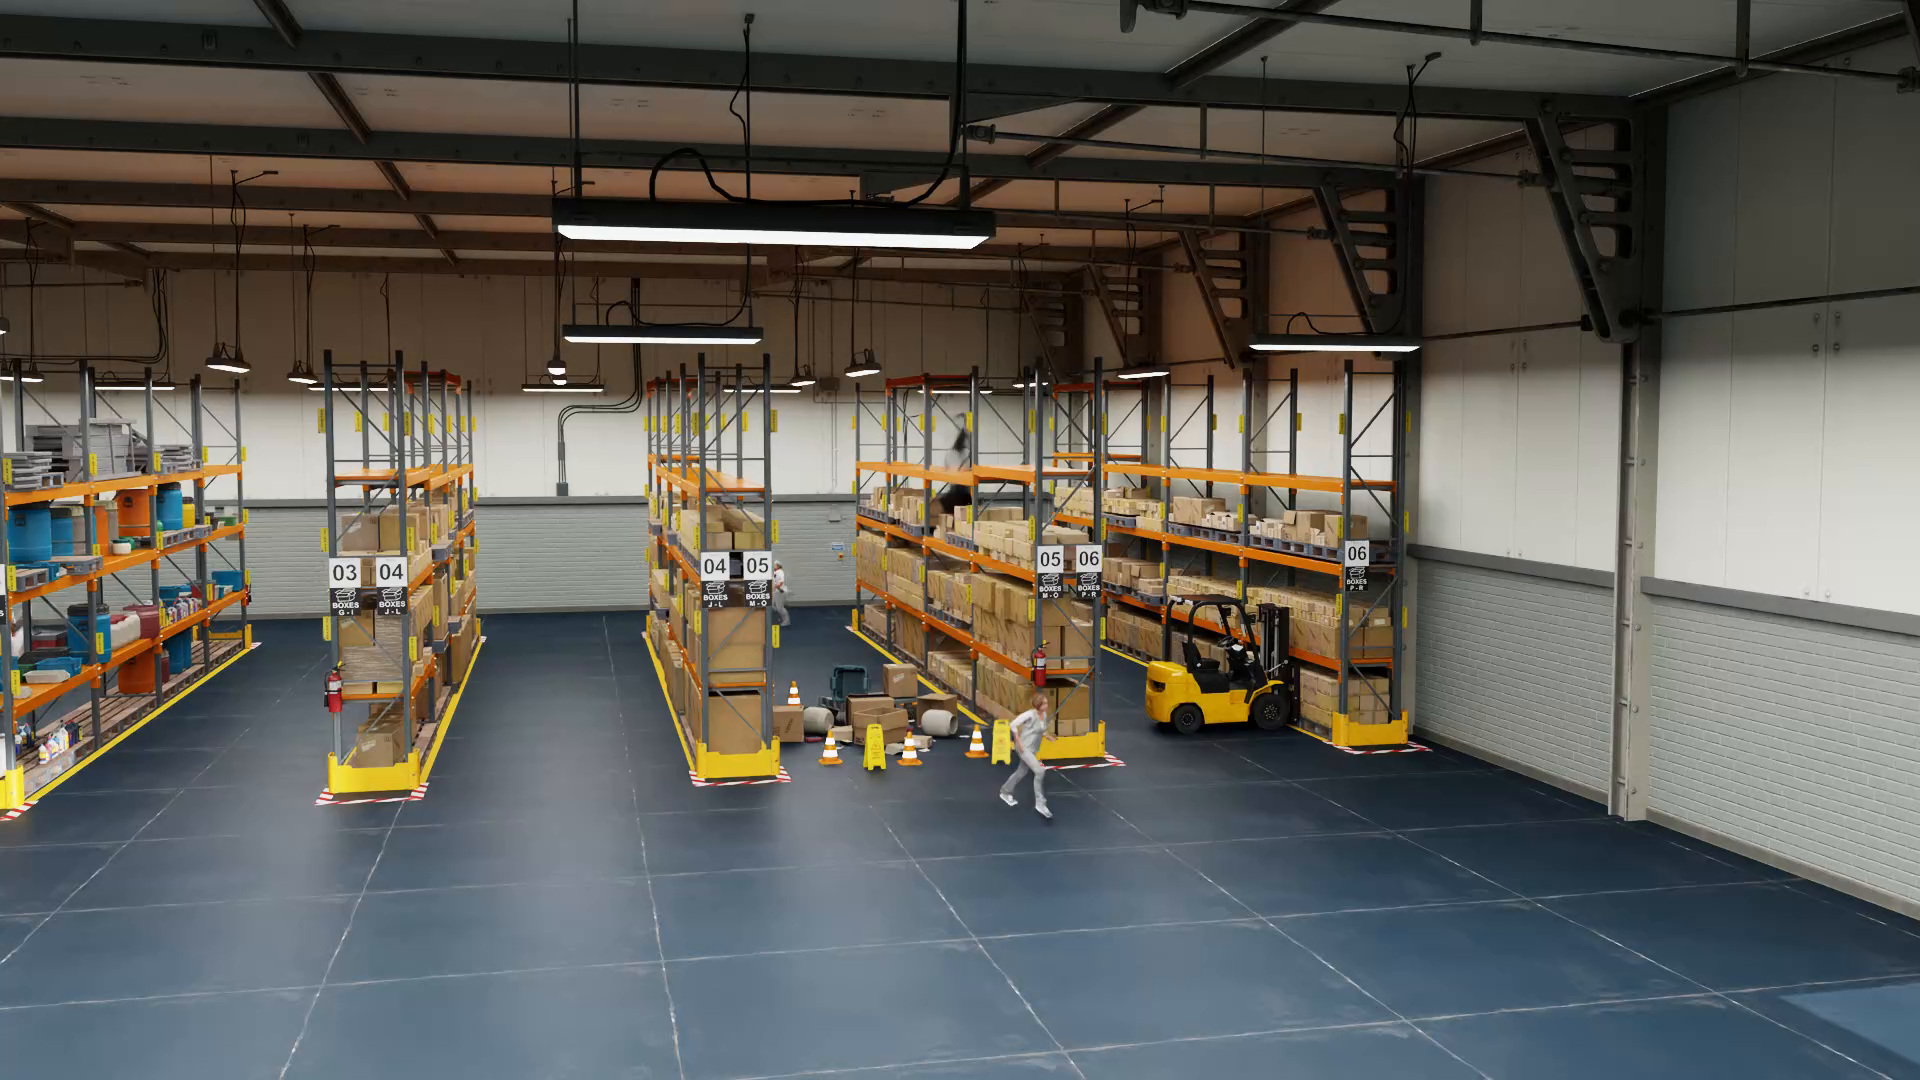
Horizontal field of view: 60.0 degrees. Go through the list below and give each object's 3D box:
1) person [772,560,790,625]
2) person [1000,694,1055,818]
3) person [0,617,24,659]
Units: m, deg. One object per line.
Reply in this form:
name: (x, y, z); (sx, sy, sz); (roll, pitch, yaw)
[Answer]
person: (-4.545, 1.312, 41.308); (0.661, 1.619, 0.586); (-2, 5, -30)
person: (0.840, 2.746, 21.403); (0.857, 1.564, 0.531); (3, 5, 36)
person: (-16.188, 2.165, 28.479); (0.713, 1.730, 0.661); (-1, 4, -7)
